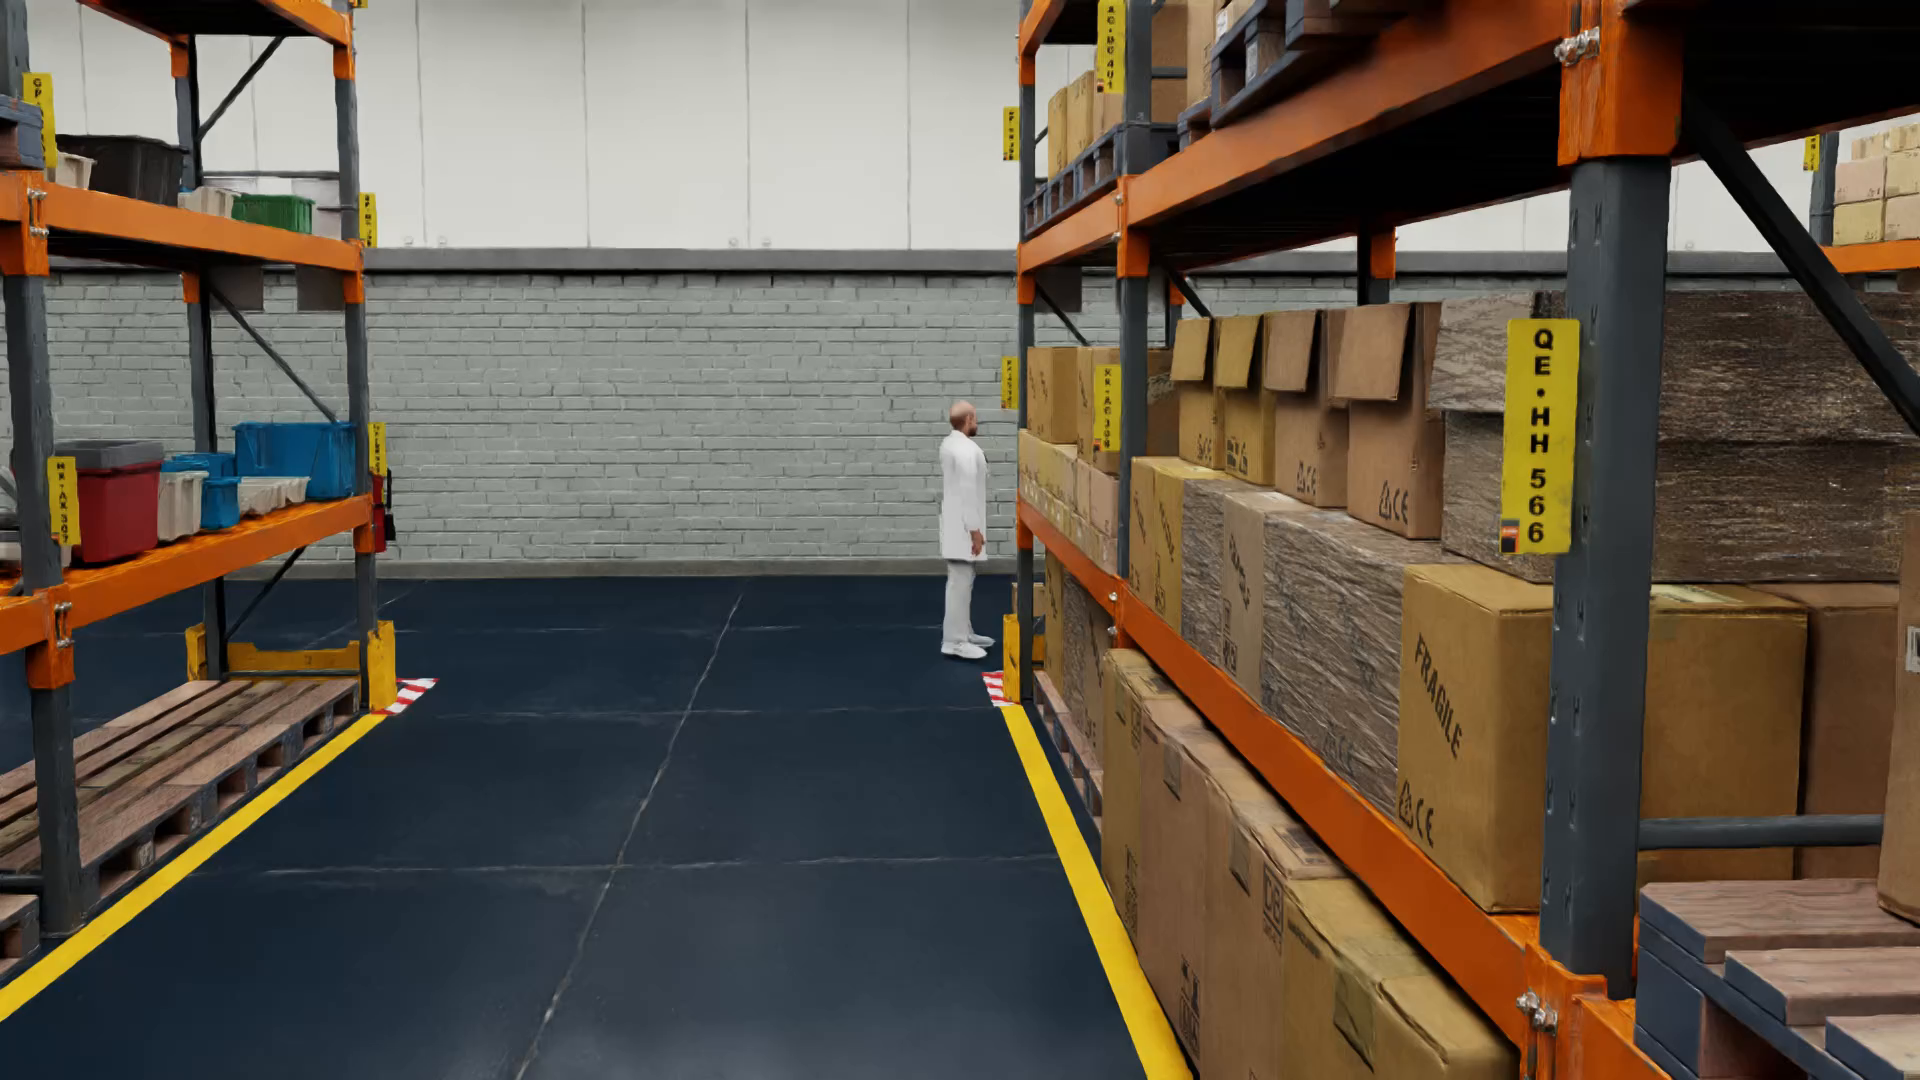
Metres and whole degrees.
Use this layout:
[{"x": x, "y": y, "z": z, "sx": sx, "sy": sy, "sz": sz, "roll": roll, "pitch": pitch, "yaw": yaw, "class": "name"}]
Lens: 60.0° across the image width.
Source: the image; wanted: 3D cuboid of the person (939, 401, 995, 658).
[{"x": 0.058, "y": -0.030, "z": 11.822, "sx": 0.422, "sy": 1.669, "sz": 0.660, "roll": -1, "pitch": 7, "yaw": -11, "class": "person"}]
